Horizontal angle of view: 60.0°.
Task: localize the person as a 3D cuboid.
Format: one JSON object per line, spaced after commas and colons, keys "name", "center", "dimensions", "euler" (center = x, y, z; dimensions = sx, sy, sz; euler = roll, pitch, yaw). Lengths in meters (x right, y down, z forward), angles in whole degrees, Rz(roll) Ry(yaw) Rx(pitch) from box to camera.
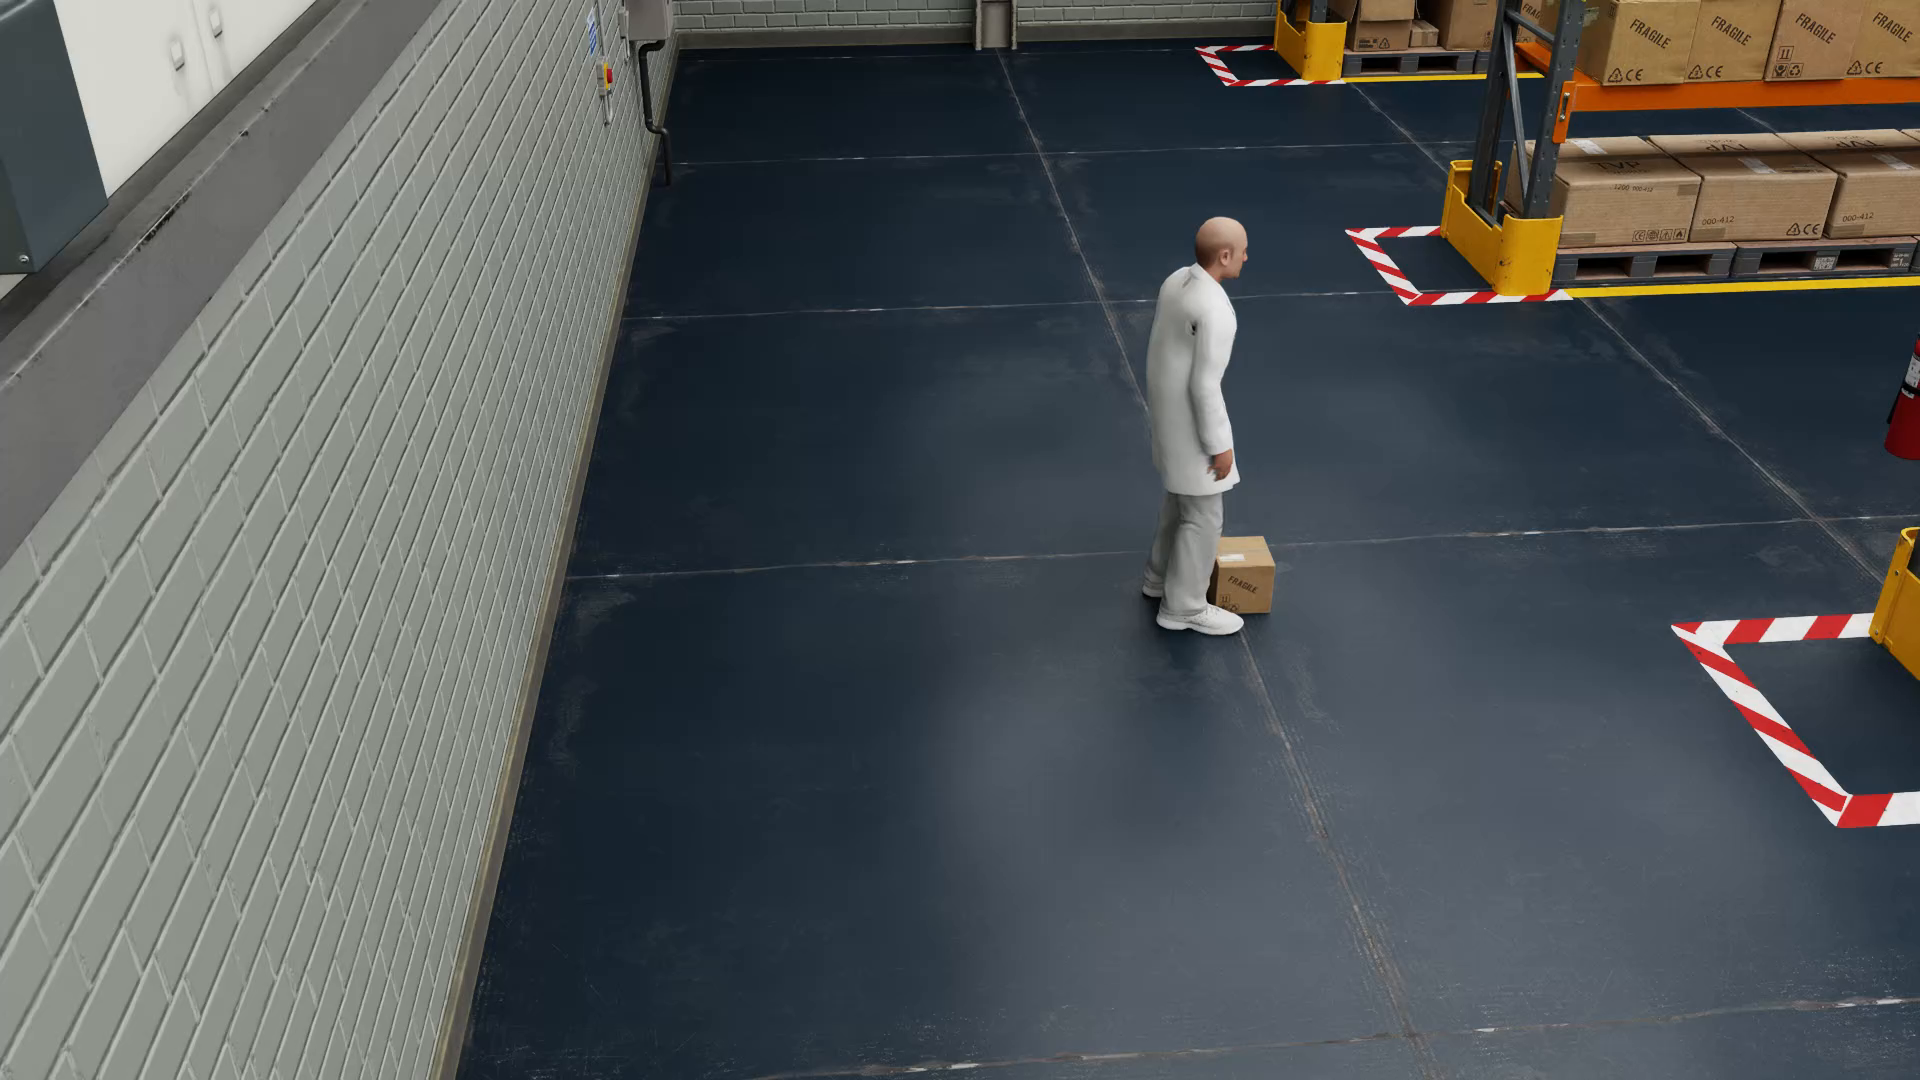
{"name": "person", "center": [0.990, -0.490, 6.974], "dimensions": [0.428, 1.773, 0.651], "euler": [-5, 31, -8]}
